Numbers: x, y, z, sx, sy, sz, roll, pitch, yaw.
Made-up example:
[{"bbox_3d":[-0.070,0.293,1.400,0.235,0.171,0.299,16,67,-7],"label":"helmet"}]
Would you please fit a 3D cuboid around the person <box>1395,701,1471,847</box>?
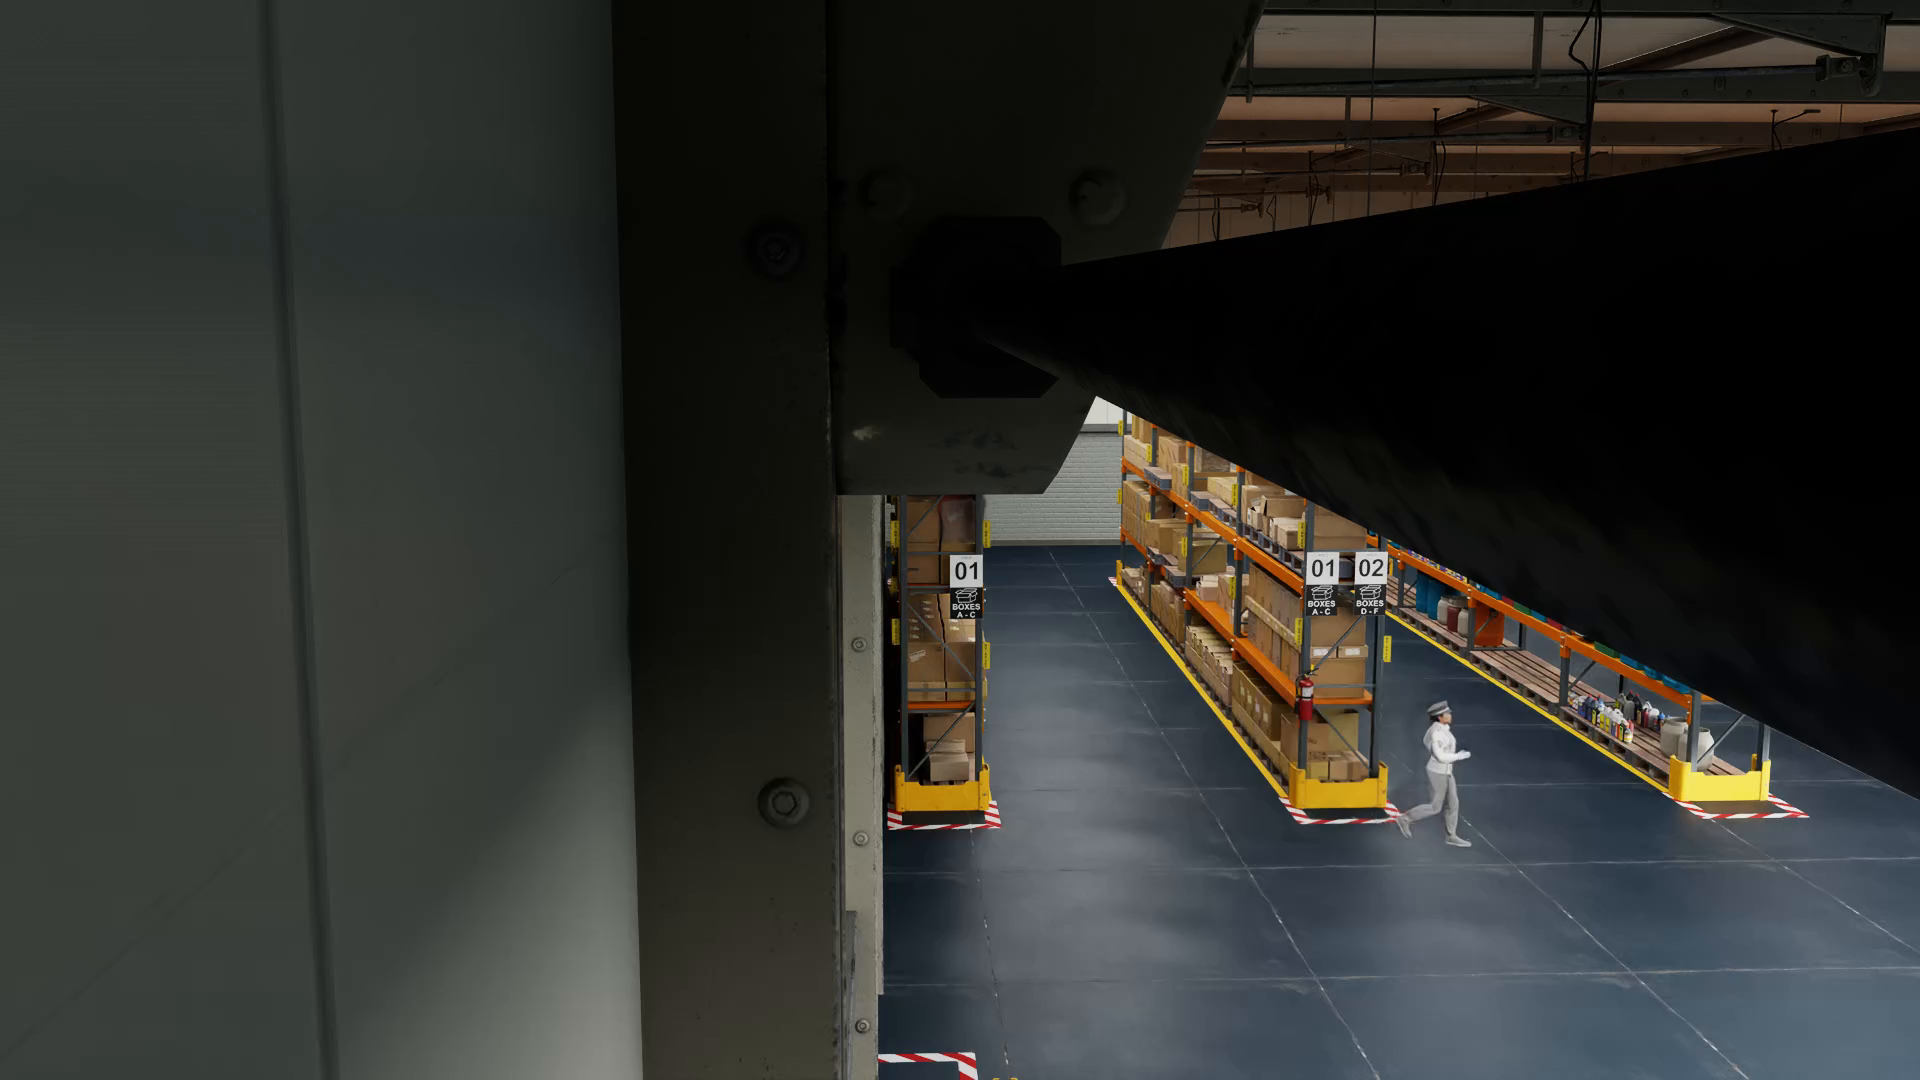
[{"bbox_3d":[5.410,2.633,18.887,0.836,1.671,0.620,3,9,22],"label":"person"}]
